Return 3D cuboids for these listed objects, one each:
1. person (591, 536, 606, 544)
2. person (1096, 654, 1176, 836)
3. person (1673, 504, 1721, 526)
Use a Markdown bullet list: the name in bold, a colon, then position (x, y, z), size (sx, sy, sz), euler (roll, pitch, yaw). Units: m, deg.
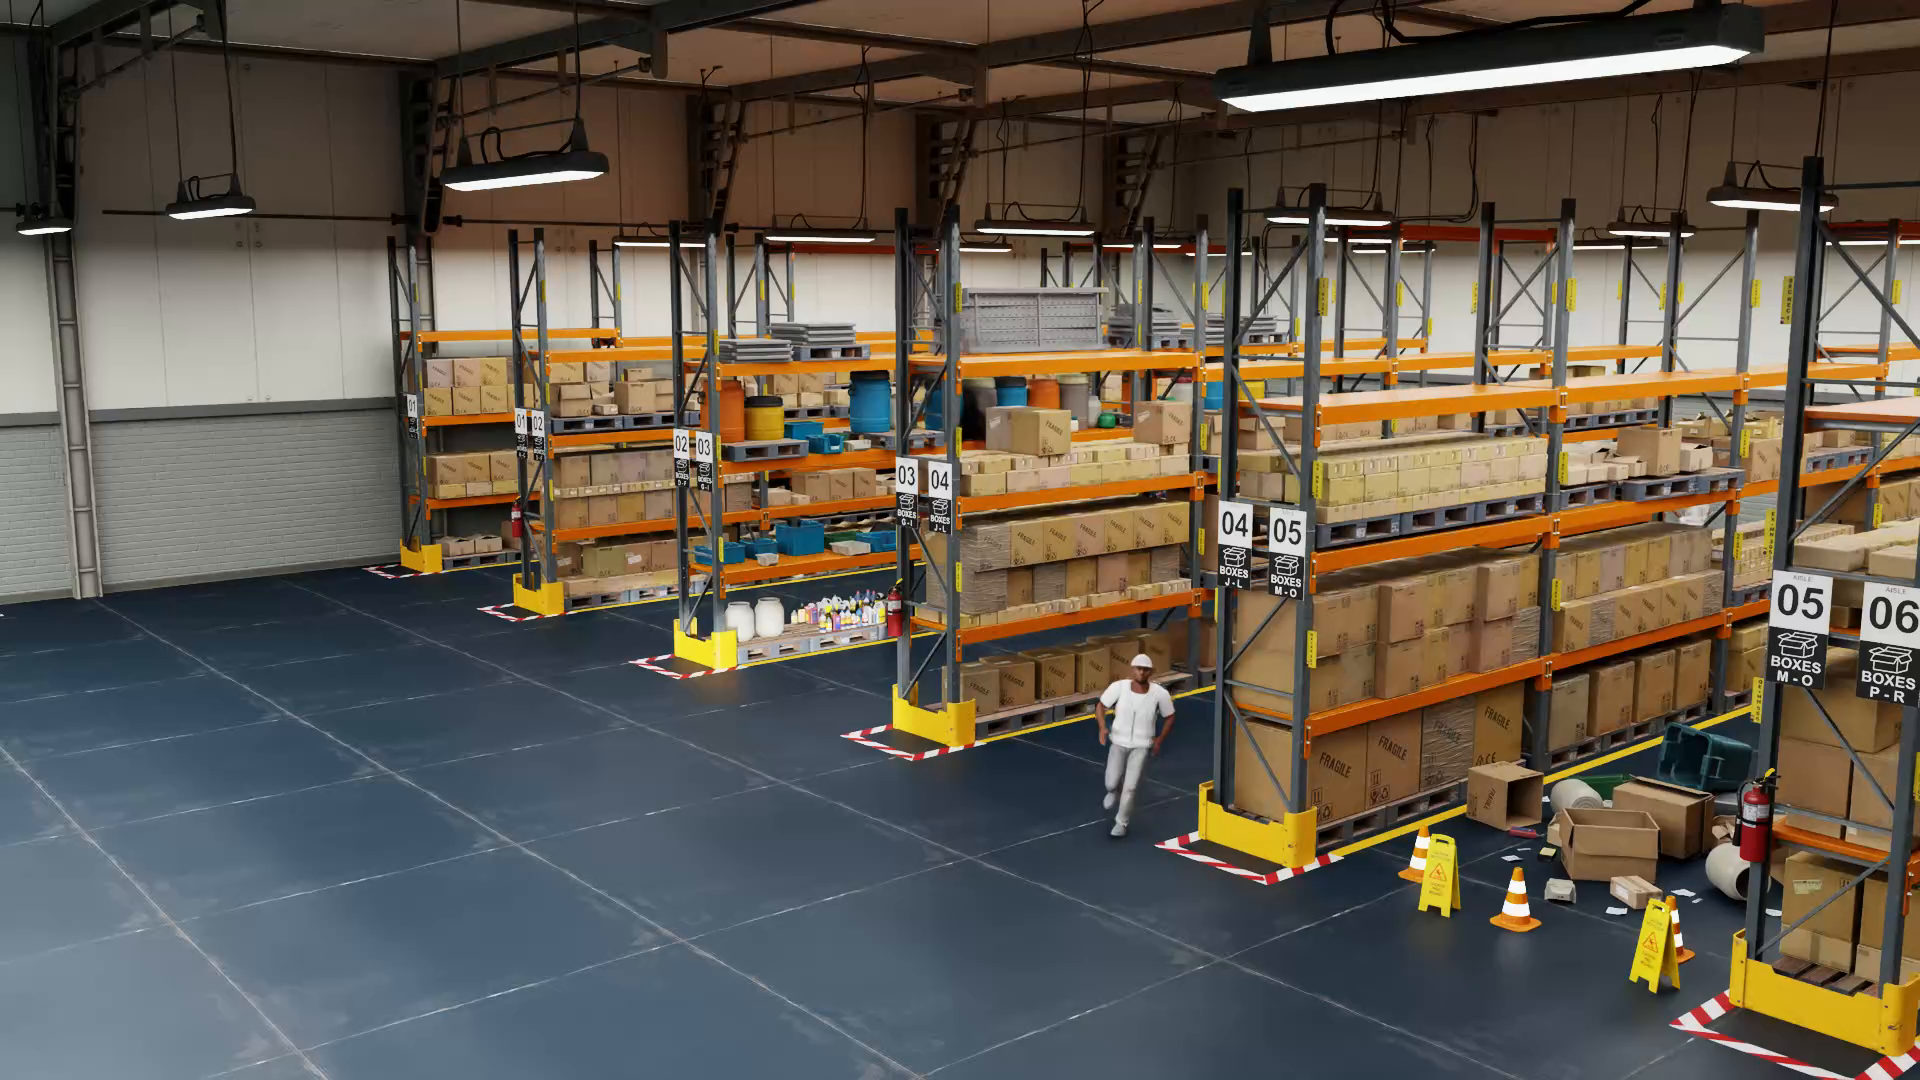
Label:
- **person**: position (-6.286, -0.159, 29.383), size (0.574, 1.649, 0.586), euler (8, 12, 43)
- **person**: position (1.661, 1.921, 15.800), size (0.756, 1.715, 0.725), euler (1, 9, 10)
- **person**: position (13.137, -0.246, 29.614), size (0.693, 1.734, 0.605), euler (-3, 9, -21)
